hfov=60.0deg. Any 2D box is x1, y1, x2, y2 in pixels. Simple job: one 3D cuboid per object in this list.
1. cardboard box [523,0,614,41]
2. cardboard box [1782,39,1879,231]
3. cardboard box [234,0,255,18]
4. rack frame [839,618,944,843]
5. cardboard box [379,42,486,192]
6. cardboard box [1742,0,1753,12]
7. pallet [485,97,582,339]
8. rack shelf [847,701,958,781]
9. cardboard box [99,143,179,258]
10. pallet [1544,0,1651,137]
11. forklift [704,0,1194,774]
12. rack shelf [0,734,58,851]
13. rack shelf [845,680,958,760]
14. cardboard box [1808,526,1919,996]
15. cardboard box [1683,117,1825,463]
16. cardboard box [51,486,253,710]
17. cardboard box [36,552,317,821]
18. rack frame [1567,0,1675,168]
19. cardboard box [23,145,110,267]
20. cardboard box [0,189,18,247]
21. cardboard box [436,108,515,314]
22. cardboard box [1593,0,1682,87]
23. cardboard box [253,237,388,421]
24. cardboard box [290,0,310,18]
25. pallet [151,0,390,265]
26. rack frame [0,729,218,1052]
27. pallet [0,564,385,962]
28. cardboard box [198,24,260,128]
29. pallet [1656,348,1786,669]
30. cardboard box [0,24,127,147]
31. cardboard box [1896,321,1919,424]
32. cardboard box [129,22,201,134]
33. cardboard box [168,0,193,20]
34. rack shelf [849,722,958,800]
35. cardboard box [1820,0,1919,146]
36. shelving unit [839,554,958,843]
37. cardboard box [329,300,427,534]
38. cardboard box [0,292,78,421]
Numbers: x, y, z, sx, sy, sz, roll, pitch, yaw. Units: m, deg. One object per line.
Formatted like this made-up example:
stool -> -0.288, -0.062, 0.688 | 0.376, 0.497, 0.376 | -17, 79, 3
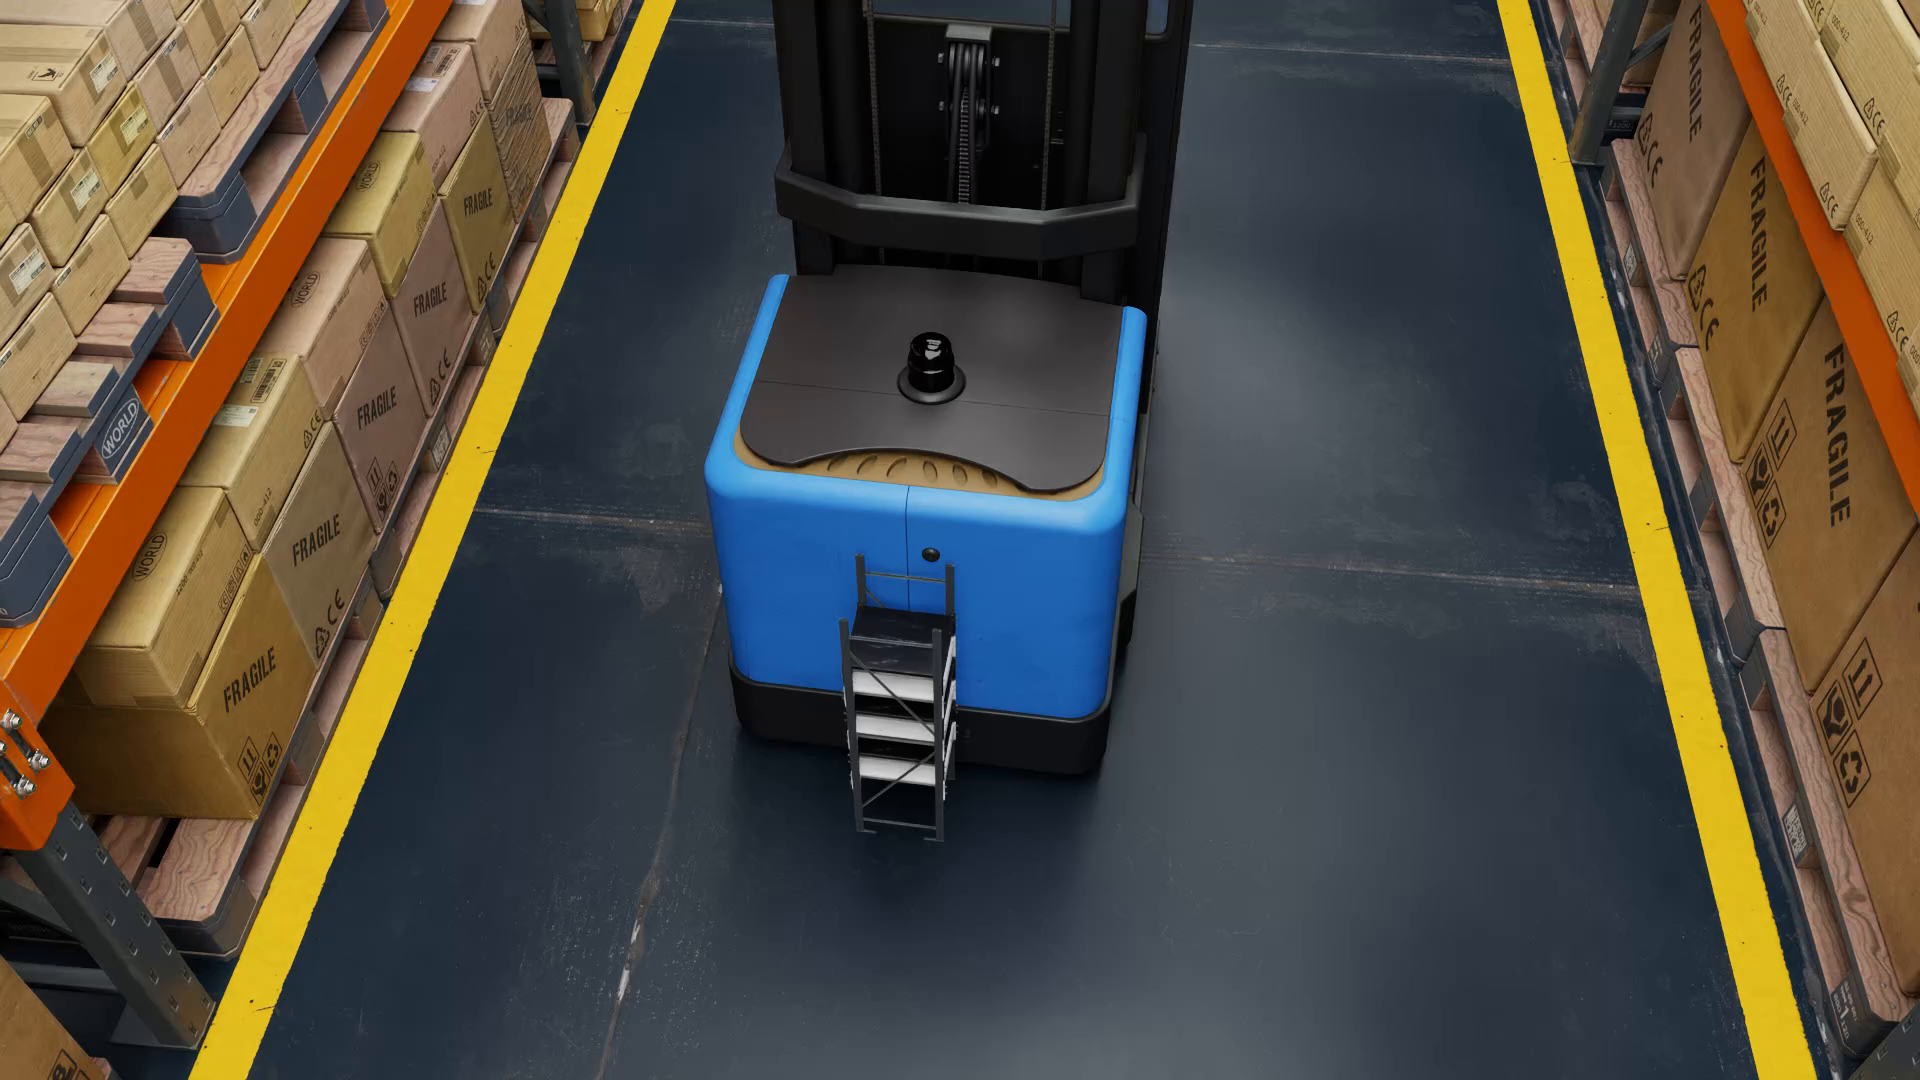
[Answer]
cardboard box -> -1.651, -2.196, 6.873 | 0.380, 0.149, 0.250 | 2, 48, 2
cardboard box -> 2.468, -1.033, 4.263 | 0.500, 0.250, 0.500 | 3, 48, 3
cardboard box -> -1.988, -1.475, 4.250 | 0.380, 0.149, 0.250 | 5, 48, 5
rack frame -> -0.162, 0.500, 4.183 | 0.240, 0.900, 0.006 | 6, 48, 6
cardboard box -> -1.881, -1.380, 5.381 | 0.500, 0.250, 0.500 | 6, 48, 5
cardboard box -> 2.585, -1.775, 4.942 | 0.500, 0.250, 0.500 | 3, 48, 3
pallet -> -2.074, -1.257, 6.257 | 1.003, 0.211, 1.213 | 4, 48, 4
rack shelf -> -0.148, 0.509, 4.341 | 0.258, 0.077, 0.200 | 6, 48, 6
cardboard box -> -2.056, -0.797, 3.832 | 0.380, 0.149, 0.250 | 6, 48, 5
pallet -> 3.081, -2.124, 7.050 | 1.003, 0.211, 1.213 | 4, 48, 4
forklift -> 0.092, -1.449, 4.589 | 1.130, 2.935, 3.031 | 6, 48, 6
rack shelf -> -2.551, 1.882, 1.984 | 1.077, 0.370, 4.000 | 4, 48, 4
rack shelf -> -0.148, 0.449, 4.275 | 0.258, 0.077, 0.200 | 6, 48, 6
cardboard box -> 2.715, 0.501, 3.914 | 0.875, 0.875, 0.875 | 3, 48, 3
cardboard box -> 2.883, -0.811, 5.114 | 0.875, 0.875, 0.875 | 5, 48, 5
cardboard box -> -2.065, 0.128, 4.002 | 0.500, 0.250, 0.500 | 2, 48, 2
cardboard box -> -2.051, 0.368, 4.290 | 0.500, 0.500, 0.500 | 2, 48, 2
rack frame -> 2.934, -2.512, 5.514 | 1.000, 3.000, 0.127 | 4, 48, 4
cardboard box -> -2.081, -0.726, 3.565 | 0.380, 0.149, 0.250 | 3, 48, 2
cardboard box -> -2.112, -0.613, 3.260 | 0.380, 0.149, 0.250 | 3, 48, 2
cardboard box -> -1.868, -1.131, 5.661 | 0.500, 0.500, 0.500 | 3, 48, 3
cardboard box -> 3.098, -2.243, 6.720 | 0.875, 0.438, 0.875 | 3, 48, 3
cardboard box -> -1.961, -0.608, 4.674 | 0.500, 0.250, 0.500 | 4, 48, 4
cardboard box -> -1.959, -1.564, 4.534 | 0.380, 0.149, 0.250 | 6, 48, 5
pallet -> -2.229, -1.224, 4.466 | 1.003, 0.211, 1.213 | 4, 48, 4
rack frame -> -2.369, 0.169, 3.063 | 1.000, 3.000, 0.127 | 4, 48, 4
pallet -> -2.296, 0.536, 4.617 | 1.003, 0.211, 1.213 | 4, 48, 4
cardboard box -> -2.008, -1.177, 4.180 | 0.380, 0.149, 0.250 | 4, 48, 4
pallet -> 2.830, -0.099, 5.198 | 1.003, 0.211, 1.213 | 4, 48, 4
cardboard box -> -2.061, -0.987, 3.603 | 0.380, 0.149, 0.250 | 2, 48, 2
cardboard box -> 2.388, -0.287, 3.582 | 0.500, 0.250, 0.500 | 5, 48, 4
cardboard box -> -2.035, -1.094, 3.902 | 0.380, 0.149, 0.250 | 4, 48, 4
cardboard box -> -2.016, -1.381, 3.963 | 0.380, 0.149, 0.250 | 5, 48, 5
rack shelf -> -0.148, 0.570, 4.408 | 0.258, 0.077, 0.200 | 6, 48, 6
cardboard box -> 2.477, -1.200, 4.077 | 0.500, 0.250, 0.500 | 3, 48, 2
shelving unit -> -0.148, 0.426, 4.250 | 0.258, 0.900, 0.210 | 6, 48, 6
cardboard box -> -1.966, -0.379, 4.973 | 0.500, 0.500, 0.500 | 3, 48, 3
cardboard box -> -2.103, -0.400, 3.469 | 0.380, 0.149, 0.250 | 6, 48, 5
